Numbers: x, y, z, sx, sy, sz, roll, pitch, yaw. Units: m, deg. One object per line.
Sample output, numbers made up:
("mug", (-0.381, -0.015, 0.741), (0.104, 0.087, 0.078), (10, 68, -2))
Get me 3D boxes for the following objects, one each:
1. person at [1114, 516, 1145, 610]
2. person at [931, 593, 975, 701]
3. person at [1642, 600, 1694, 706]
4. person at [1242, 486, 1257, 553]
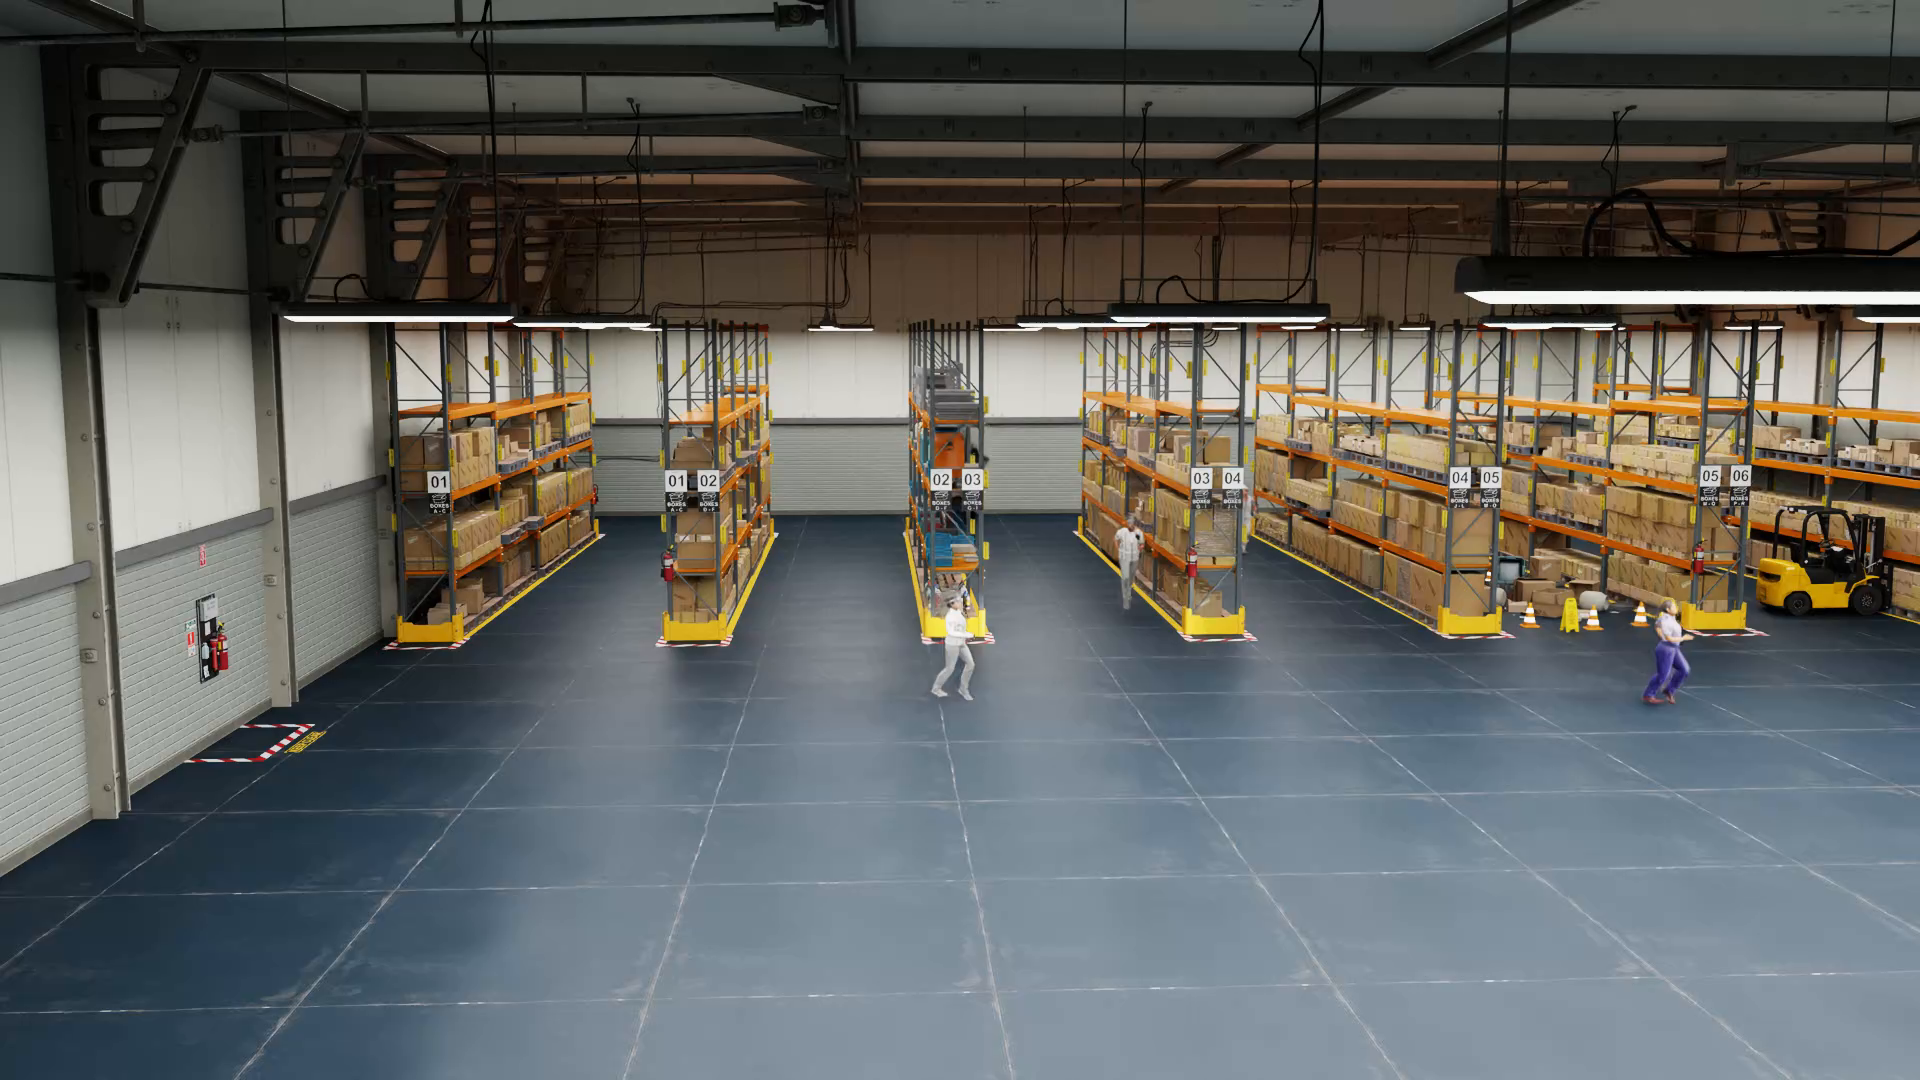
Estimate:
("person", (3.460, 0.438, 33.781), (0.570, 1.899, 0.836), (-2, 7, -13))
("person", (-0.097, 1.683, 26.101), (0.714, 1.736, 0.612), (3, 8, 22))
("person", (10.947, 1.760, 25.677), (0.688, 1.651, 0.578), (5, 9, 35))
("person", (7.499, -0.552, 43.868), (0.656, 1.761, 0.676), (0, 7, -3))
